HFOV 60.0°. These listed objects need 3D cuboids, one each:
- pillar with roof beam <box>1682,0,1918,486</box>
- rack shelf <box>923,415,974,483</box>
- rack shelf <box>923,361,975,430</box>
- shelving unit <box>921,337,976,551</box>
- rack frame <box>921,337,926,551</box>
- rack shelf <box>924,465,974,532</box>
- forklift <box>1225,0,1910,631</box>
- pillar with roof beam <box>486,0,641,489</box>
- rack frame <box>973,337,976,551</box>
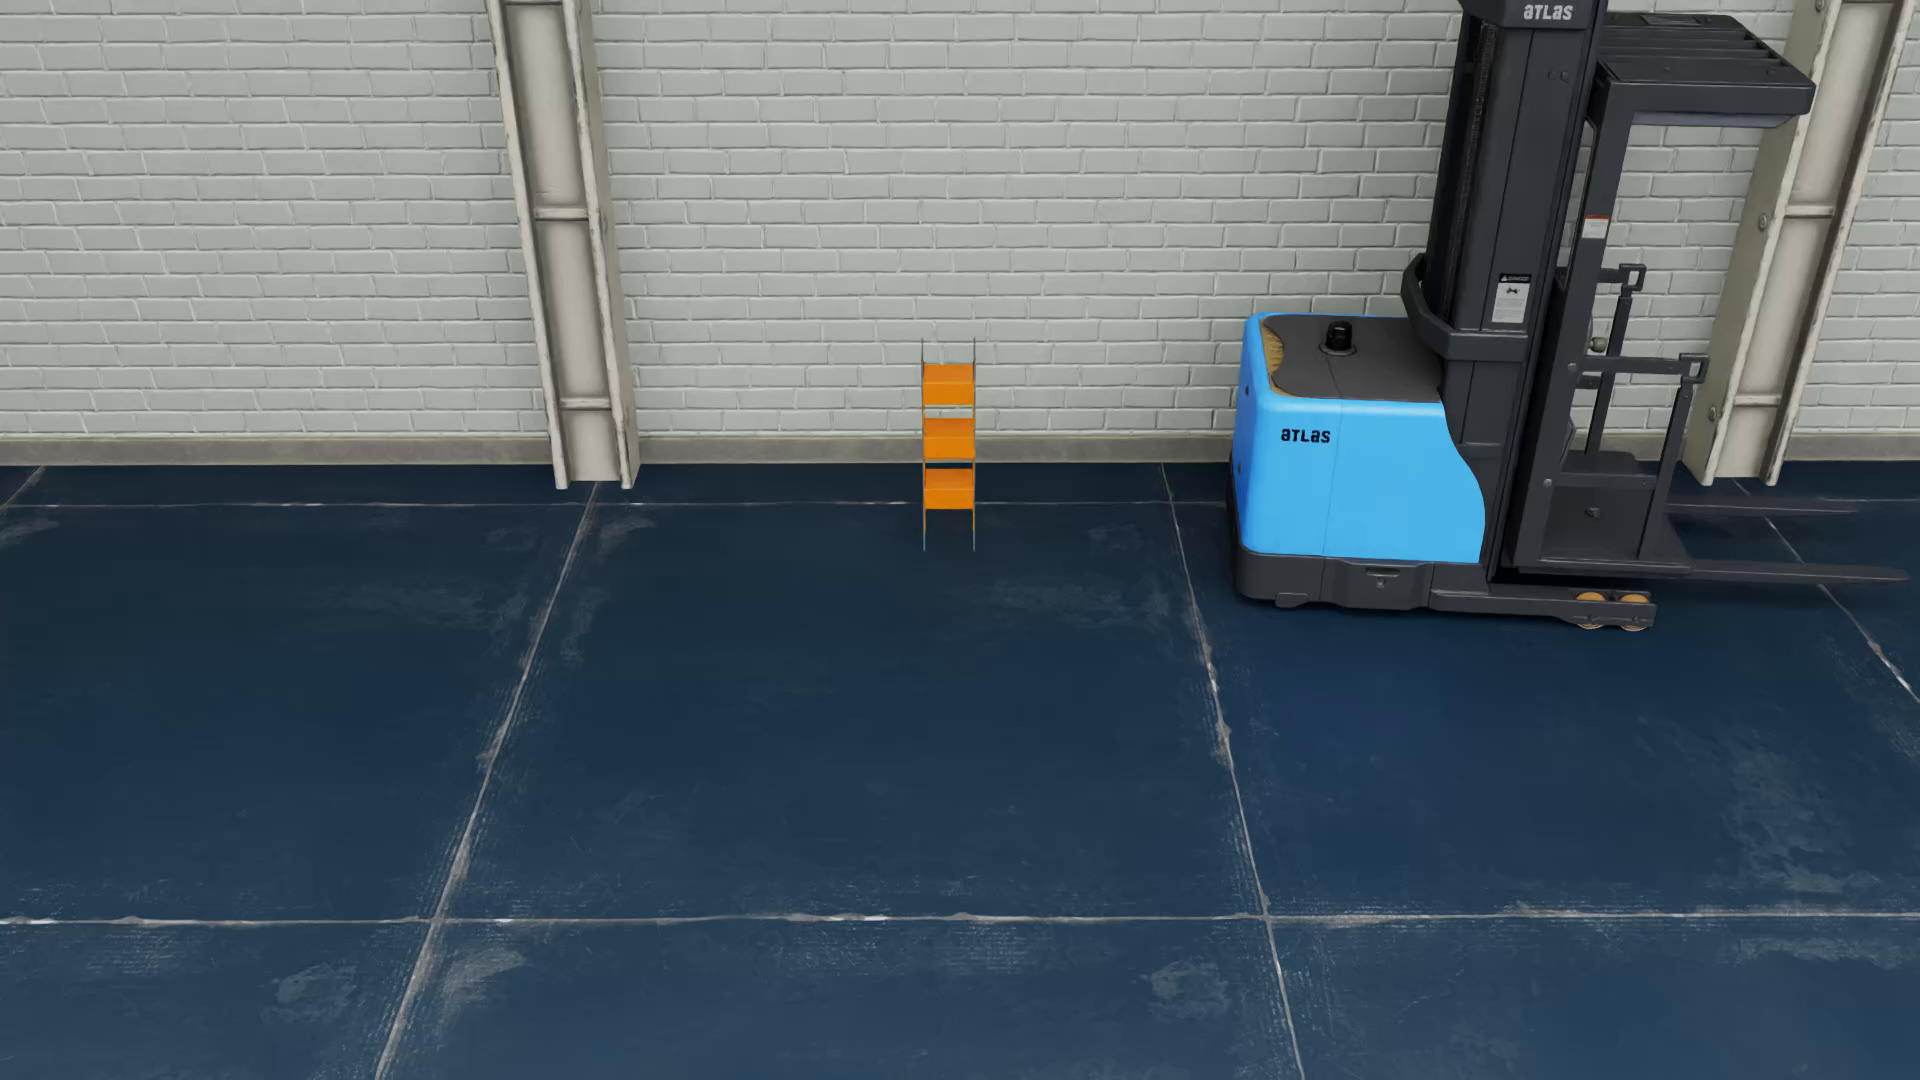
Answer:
[{"bbox_3d":[4.112,-1.981,2.839,0.400,9.000,9.100,0,31,0],"label":"pillar with roof beam"},{"bbox_3d":[-0.054,-0.440,7.983,0.240,0.259,0.215,0,31,0],"label":"rack shelf"},{"bbox_3d":[-0.054,-0.682,7.836,0.240,0.259,0.215,0,31,0],"label":"rack shelf"},{"bbox_3d":[-0.054,-0.449,7.977,0.252,1.050,0.215,0,31,0],"label":"shelving unit"},{"bbox_3d":[-0.176,-0.448,7.977,0.008,1.050,0.200,0,31,0],"label":"rack frame"},{"bbox_3d":[-0.054,-0.202,8.127,0.240,0.259,0.215,0,31,0],"label":"rack shelf"},{"bbox_3d":[2.826,-1.127,7.282,3.031,2.935,1.130,3,31,4],"label":"forklift"},{"bbox_3d":[-1.887,-1.962,2.809,0.400,9.000,9.100,0,31,0],"label":"pillar with roof beam"},{"bbox_3d":[0.068,-0.449,7.978,0.008,1.050,0.200,0,31,0],"label":"rack frame"}]
